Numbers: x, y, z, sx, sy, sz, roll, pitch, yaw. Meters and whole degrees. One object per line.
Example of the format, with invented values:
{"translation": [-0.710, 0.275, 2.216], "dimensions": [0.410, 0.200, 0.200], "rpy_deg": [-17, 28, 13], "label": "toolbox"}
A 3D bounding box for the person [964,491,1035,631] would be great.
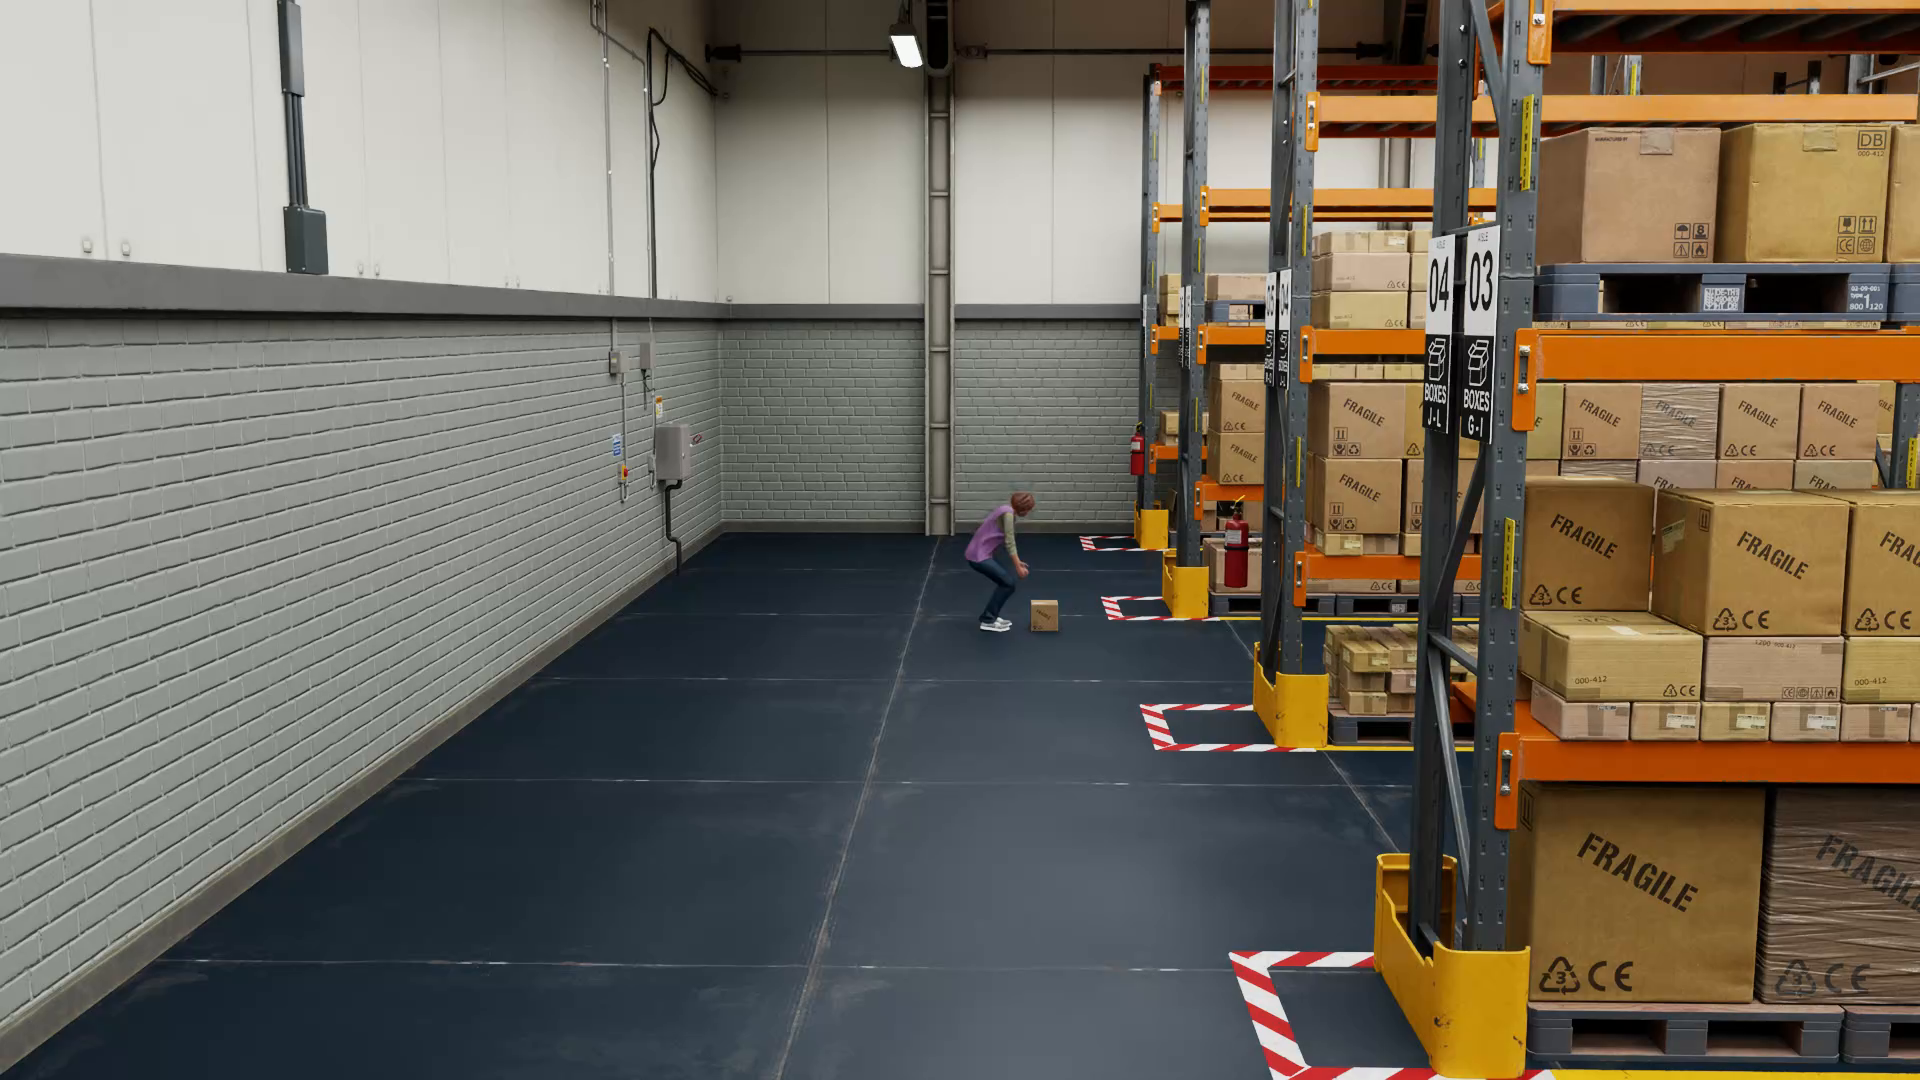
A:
{"translation": [0.368, 0.189, 15.560], "dimensions": [0.657, 1.297, 0.462], "rpy_deg": [0, 7, 1], "label": "person"}
